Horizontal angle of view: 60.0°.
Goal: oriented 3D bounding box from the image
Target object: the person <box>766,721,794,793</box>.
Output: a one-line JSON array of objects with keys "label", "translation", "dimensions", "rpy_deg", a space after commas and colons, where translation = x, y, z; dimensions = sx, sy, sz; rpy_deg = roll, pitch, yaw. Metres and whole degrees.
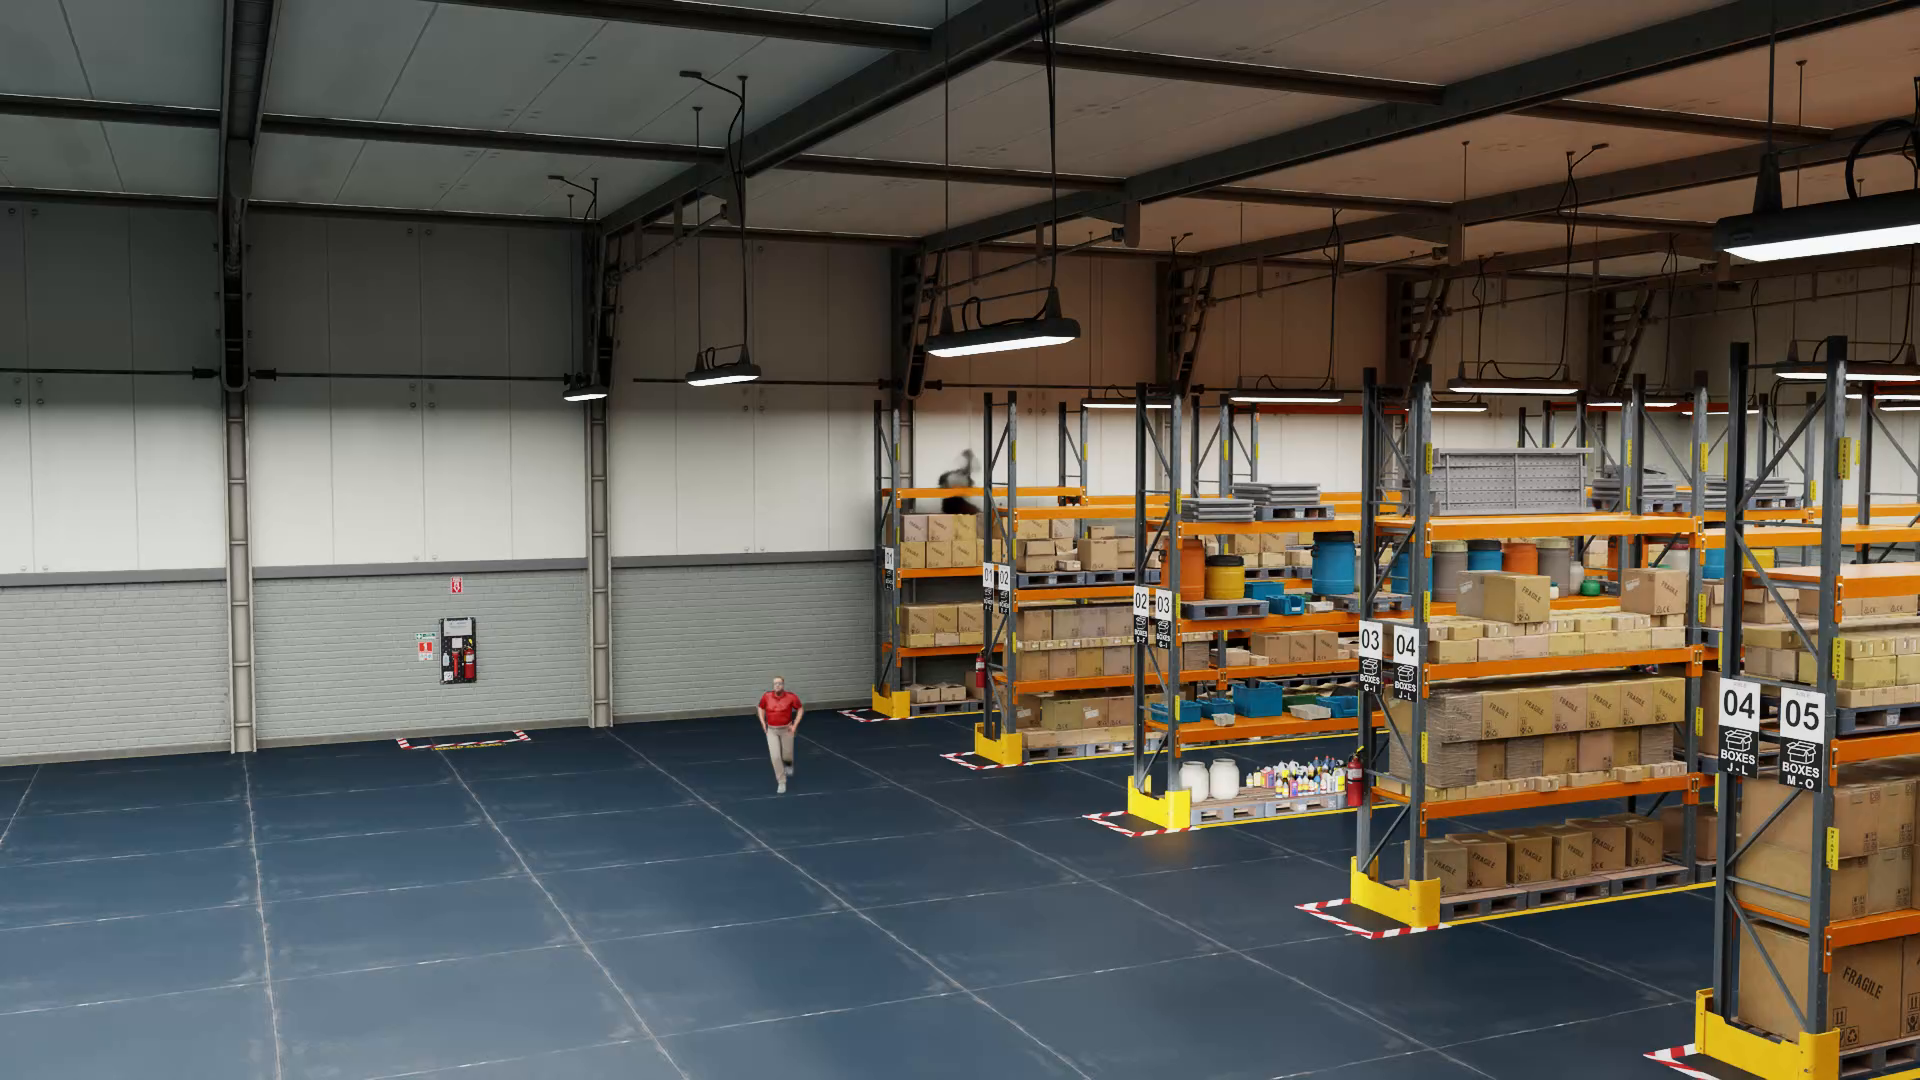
[{"label": "person", "translation": [-2.689, 3.215, 24.944], "dimensions": [0.423, 1.038, 0.744], "rpy_deg": [0, 3, 2]}]
